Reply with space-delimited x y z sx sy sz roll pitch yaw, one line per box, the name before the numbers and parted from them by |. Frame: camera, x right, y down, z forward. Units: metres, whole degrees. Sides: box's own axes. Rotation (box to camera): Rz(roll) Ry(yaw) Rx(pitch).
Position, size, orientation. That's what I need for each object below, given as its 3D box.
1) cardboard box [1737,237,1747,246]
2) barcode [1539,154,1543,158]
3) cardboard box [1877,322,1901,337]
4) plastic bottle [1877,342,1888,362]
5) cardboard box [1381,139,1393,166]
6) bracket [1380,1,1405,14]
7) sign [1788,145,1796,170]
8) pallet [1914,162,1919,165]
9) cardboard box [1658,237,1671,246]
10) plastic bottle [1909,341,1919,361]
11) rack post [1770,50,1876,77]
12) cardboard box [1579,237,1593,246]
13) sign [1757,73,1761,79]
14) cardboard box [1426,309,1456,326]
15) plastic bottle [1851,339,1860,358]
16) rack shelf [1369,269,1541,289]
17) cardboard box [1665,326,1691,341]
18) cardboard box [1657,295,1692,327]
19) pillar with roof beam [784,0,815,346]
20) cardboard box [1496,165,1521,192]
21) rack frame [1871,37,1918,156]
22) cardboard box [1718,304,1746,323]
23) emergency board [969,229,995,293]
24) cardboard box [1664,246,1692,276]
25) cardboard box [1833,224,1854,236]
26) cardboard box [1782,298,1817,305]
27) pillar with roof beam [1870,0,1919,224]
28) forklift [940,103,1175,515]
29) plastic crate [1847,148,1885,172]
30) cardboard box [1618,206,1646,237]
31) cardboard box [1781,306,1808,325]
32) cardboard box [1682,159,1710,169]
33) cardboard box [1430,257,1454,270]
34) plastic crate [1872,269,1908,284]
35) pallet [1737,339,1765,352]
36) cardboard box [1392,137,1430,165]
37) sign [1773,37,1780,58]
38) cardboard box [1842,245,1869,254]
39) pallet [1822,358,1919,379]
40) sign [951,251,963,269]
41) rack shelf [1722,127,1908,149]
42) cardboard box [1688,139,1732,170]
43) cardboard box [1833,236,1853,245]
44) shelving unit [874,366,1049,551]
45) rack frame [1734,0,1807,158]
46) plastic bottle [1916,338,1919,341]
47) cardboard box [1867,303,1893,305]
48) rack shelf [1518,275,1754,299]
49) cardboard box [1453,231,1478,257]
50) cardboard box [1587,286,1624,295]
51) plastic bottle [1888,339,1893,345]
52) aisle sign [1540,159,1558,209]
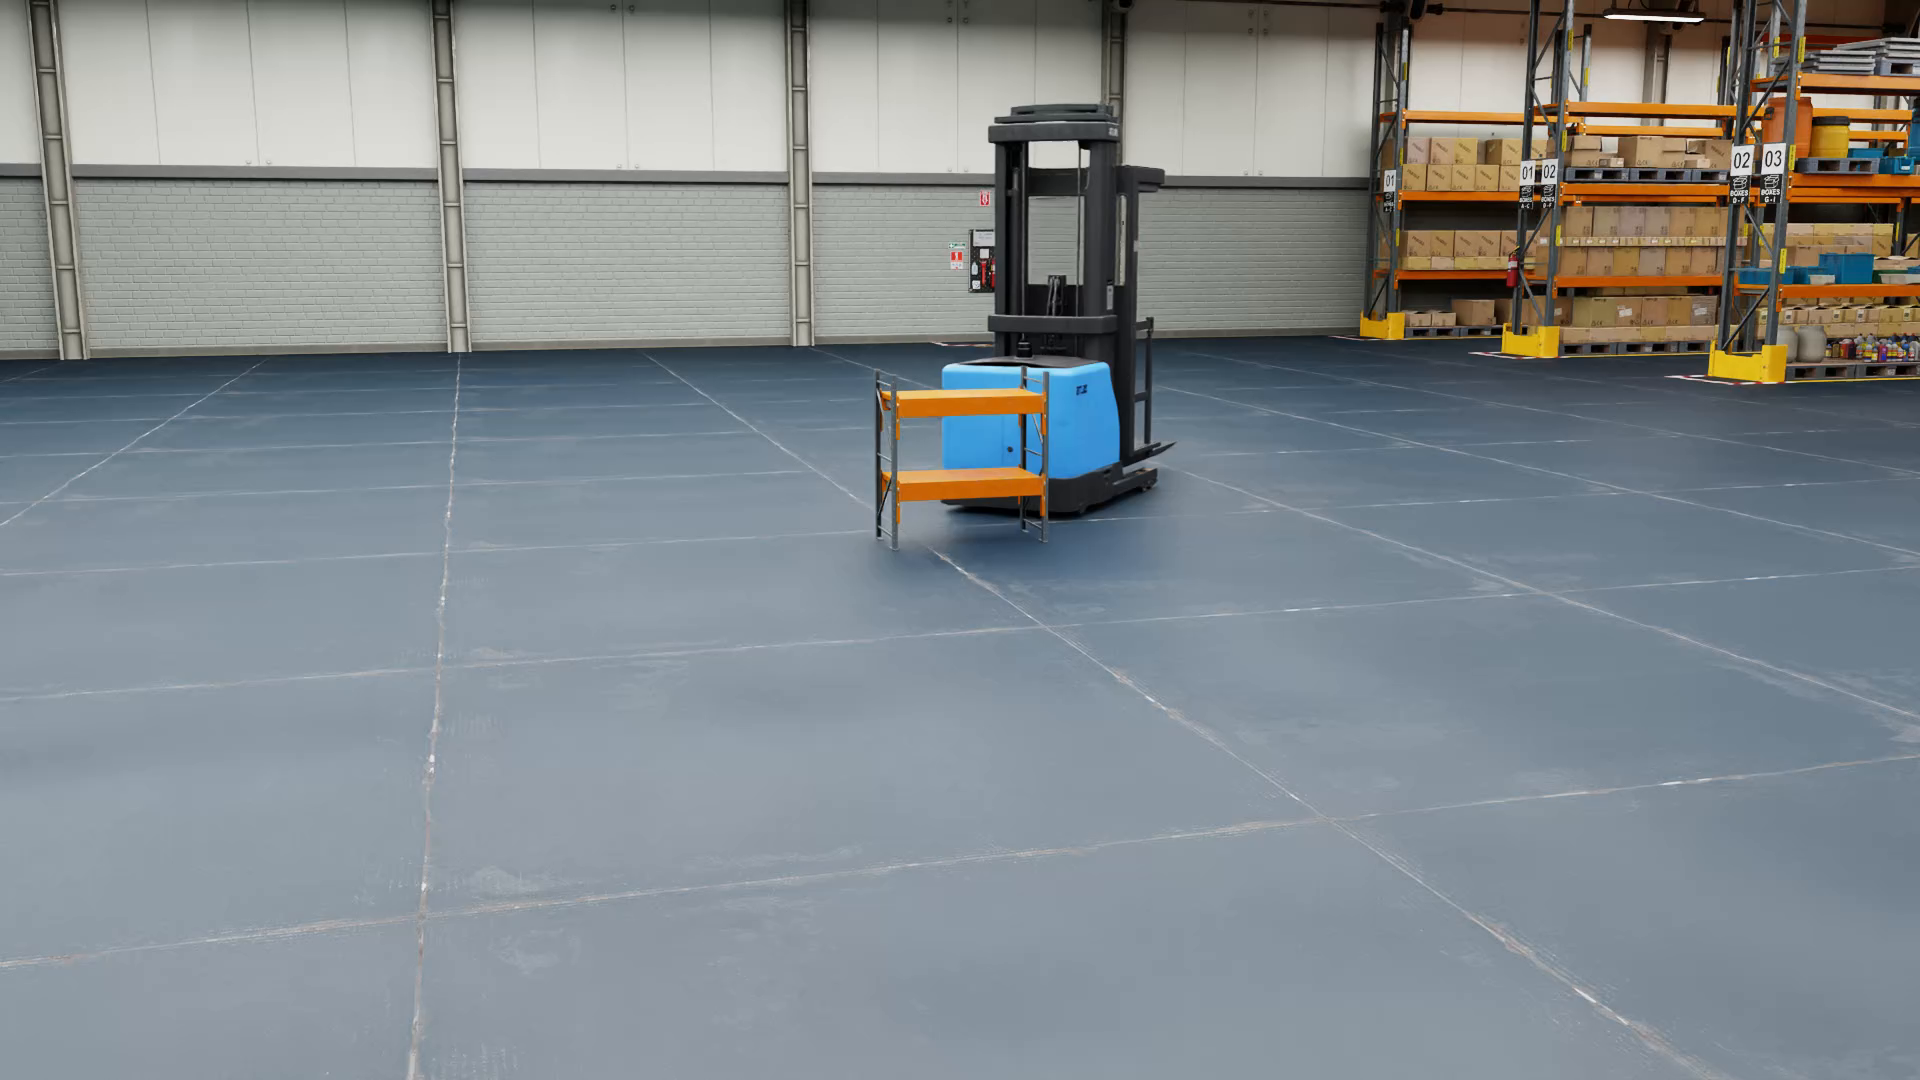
cardboard box | 13.240 -5.114 28.472 0.250 0.149 0.380 -3 11 -16
barcode | 9.756 -6.454 27.931 0.075 0.075 0.001 -3 11 -16
cardboard box | 16.351 -3.758 29.607 0.500 0.250 0.500 -3 11 -17
plastic bottle | 13.032 -2.659 23.494 0.133 0.283 0.061 -3 11 -15
cardboard box | 8.553 -7.548 32.386 0.500 0.500 0.500 -3 11 -13
bracket | 8.344 -10.279 32.085 0.430 0.232 0.235 -3 11 -16
sign | 11.131 -5.117 22.246 0.005 0.325 0.100 -3 11 -16
pallet | 14.157 -5.264 23.593 1.003 0.211 1.213 -3 11 -16
cardboard box | 11.766 -5.036 28.048 0.250 0.149 0.380 -3 11 -14
plastic bottle | 13.633 -2.696 23.713 0.135 0.276 0.152 -3 11 -15
rack post | 11.743 -6.454 22.628 0.954 0.300 0.937 -2 11 -10
cardboard box | 10.290 -4.959 27.629 0.250 0.149 0.380 -3 11 -17
sign | 16.055 -9.215 33.448 0.005 0.325 0.100 -3 11 -16
cardboard box | 9.449 -4.397 32.859 0.500 0.311 0.500 -2 11 -11
plastic bottle | 13.005 -2.794 24.246 0.135 0.276 0.152 -3 11 -18
rack shelf | 10.133 -5.203 33.009 4.000 0.370 1.077 -3 11 -16
cardboard box | 12.098 -3.538 28.414 0.500 0.250 0.500 -3 11 -16
cardboard box | 12.095 -3.909 28.358 0.500 0.500 0.500 -3 11 -16
pillar with roof beam | -1.676 -7.236 25.496 0.548 9.000 9.100 -3 11 -16
cardboard box | 10.627 -7.065 32.523 0.500 0.500 0.500 -3 11 -18
rack frame | 19.734 -9.013 35.149 0.127 3.000 1.000 -3 11 -16
cardboard box | 13.750 -3.997 29.359 0.500 0.311 0.500 -3 11 -16
emergency board | 0.499 -5.219 31.110 0.643 1.169 0.194 -3 11 -16
cardboard box | 12.030 -4.770 28.394 0.500 0.500 0.700 -3 11 -15
cardboard box | 18.374 -6.518 34.945 0.500 0.250 0.500 -3 11 -15
cardboard box | 17.479 -5.067 35.062 0.750 0.750 0.750 -3 11 -16
pillar with roof beam | 21.368 -8.450 32.093 0.548 9.000 9.100 -3 11 -16
forklift | 0.929 -1.847 12.981 1.130 2.935 3.031 5 11 24
plastic crate | 12.728 -5.349 23.577 0.575 0.384 0.392 -3 11 -16
cardboard box | 11.091 -5.359 28.010 0.500 0.500 0.700 -3 11 -16
cardboard box | 14.390 -3.929 28.988 0.500 0.311 0.500 -3 11 -17
cardboard box | 12.360 -6.315 27.927 0.250 0.149 0.380 -3 11 -16
cardboard box | 9.264 -5.389 32.396 0.500 0.250 0.500 -3 11 -18
plastic crate | 13.440 -3.812 24.051 0.662 0.188 0.450 -3 11 -16
pallet | 14.138 -3.469 29.308 1.213 0.211 1.003 -3 11 -16
cardboard box | 8.650 -7.458 31.897 0.500 0.500 0.500 -4 11 -20
sign | 13.573 -8.187 27.644 0.005 0.325 0.100 -3 11 -16
cardboard box | 15.675 -4.960 29.430 0.500 0.500 0.500 -4 11 -19
pallet | 12.992 -2.475 23.907 1.213 0.211 1.003 -3 11 -16
sign | -0.061 -5.226 31.053 0.234 0.329 0.001 -3 11 -16
rack shelf | 17.814 -8.361 34.701 4.000 0.370 1.077 -3 11 -16
cardboard box | 12.884 -6.617 28.596 0.500 0.500 0.500 -2 11 -11
cardboard box | 18.390 -6.149 35.010 0.500 0.500 0.500 -3 11 -16
shelving unit | 0.006 -0.554 10.947 1.048 1.125 0.538 -3 11 -16
rack frame | 10.982 -6.683 22.496 0.127 3.000 1.000 -3 11 -16
plastic bottle | 14.091 -2.851 24.557 0.135 0.276 0.152 -3 11 -14
cardboard box | 16.697 -4.154 30.210 0.500 0.311 0.500 -3 11 -14
rack shelf | 11.521 -4.342 28.332 4.000 0.370 1.077 -3 11 -16
cardboard box | 9.730 -5.780 32.448 0.500 0.500 0.500 -3 11 -18
cardboard box | 13.177 -5.076 33.954 0.500 0.250 0.500 -3 11 -17
plastic bottle | 13.619 -2.818 24.388 0.097 0.271 0.097 0 10 0
aisle sign | 9.623 -5.816 27.174 0.004 0.787 0.394 -3 11 -16
